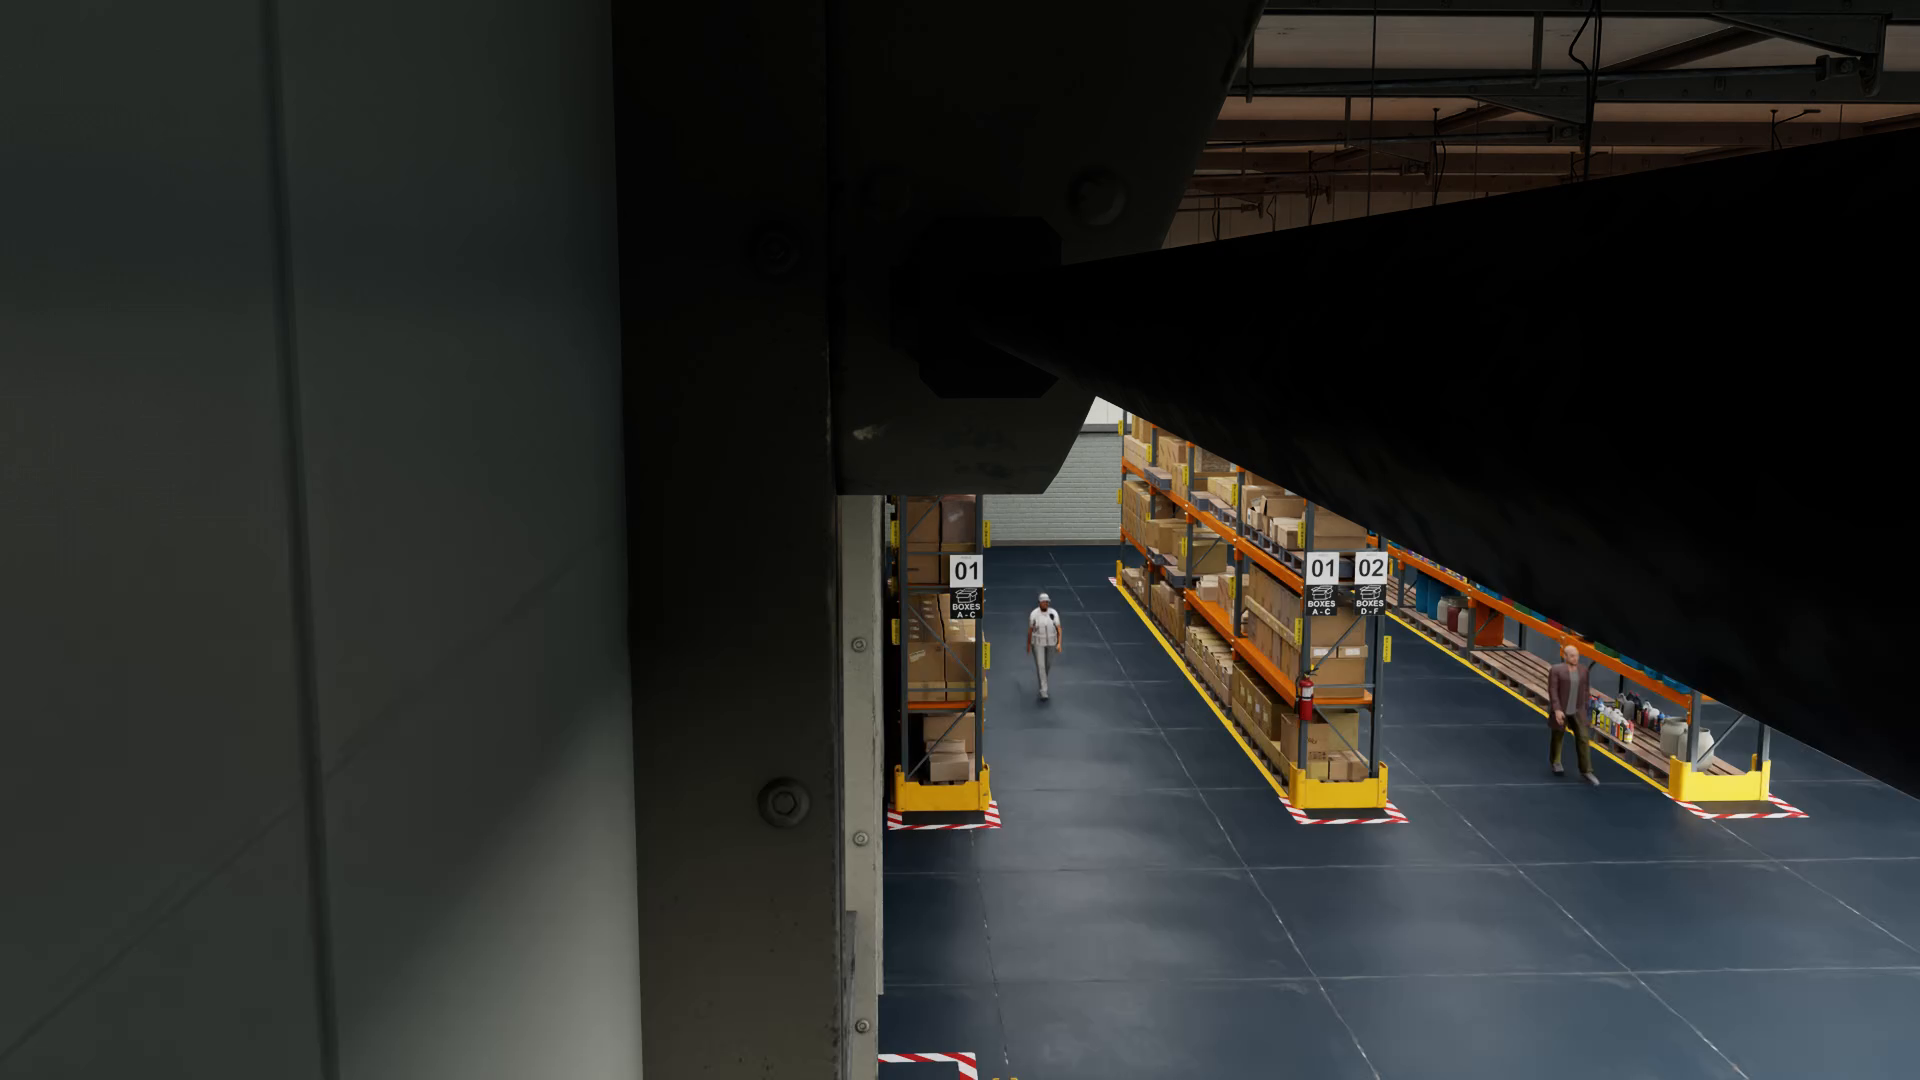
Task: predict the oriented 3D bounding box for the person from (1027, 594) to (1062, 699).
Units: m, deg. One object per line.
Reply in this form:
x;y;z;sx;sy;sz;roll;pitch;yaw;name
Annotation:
1.360;1.644;26.376;0.489;1.595;1.057;-3;9;-17;person

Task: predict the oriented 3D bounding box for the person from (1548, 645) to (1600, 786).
7.991;2.247;21.759;0.597;1.741;0.988;1;8;4;person

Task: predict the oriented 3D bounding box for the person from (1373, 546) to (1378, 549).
9.979;-0.319;39.544;0.751;1.682;0.661;1;8;4;person
